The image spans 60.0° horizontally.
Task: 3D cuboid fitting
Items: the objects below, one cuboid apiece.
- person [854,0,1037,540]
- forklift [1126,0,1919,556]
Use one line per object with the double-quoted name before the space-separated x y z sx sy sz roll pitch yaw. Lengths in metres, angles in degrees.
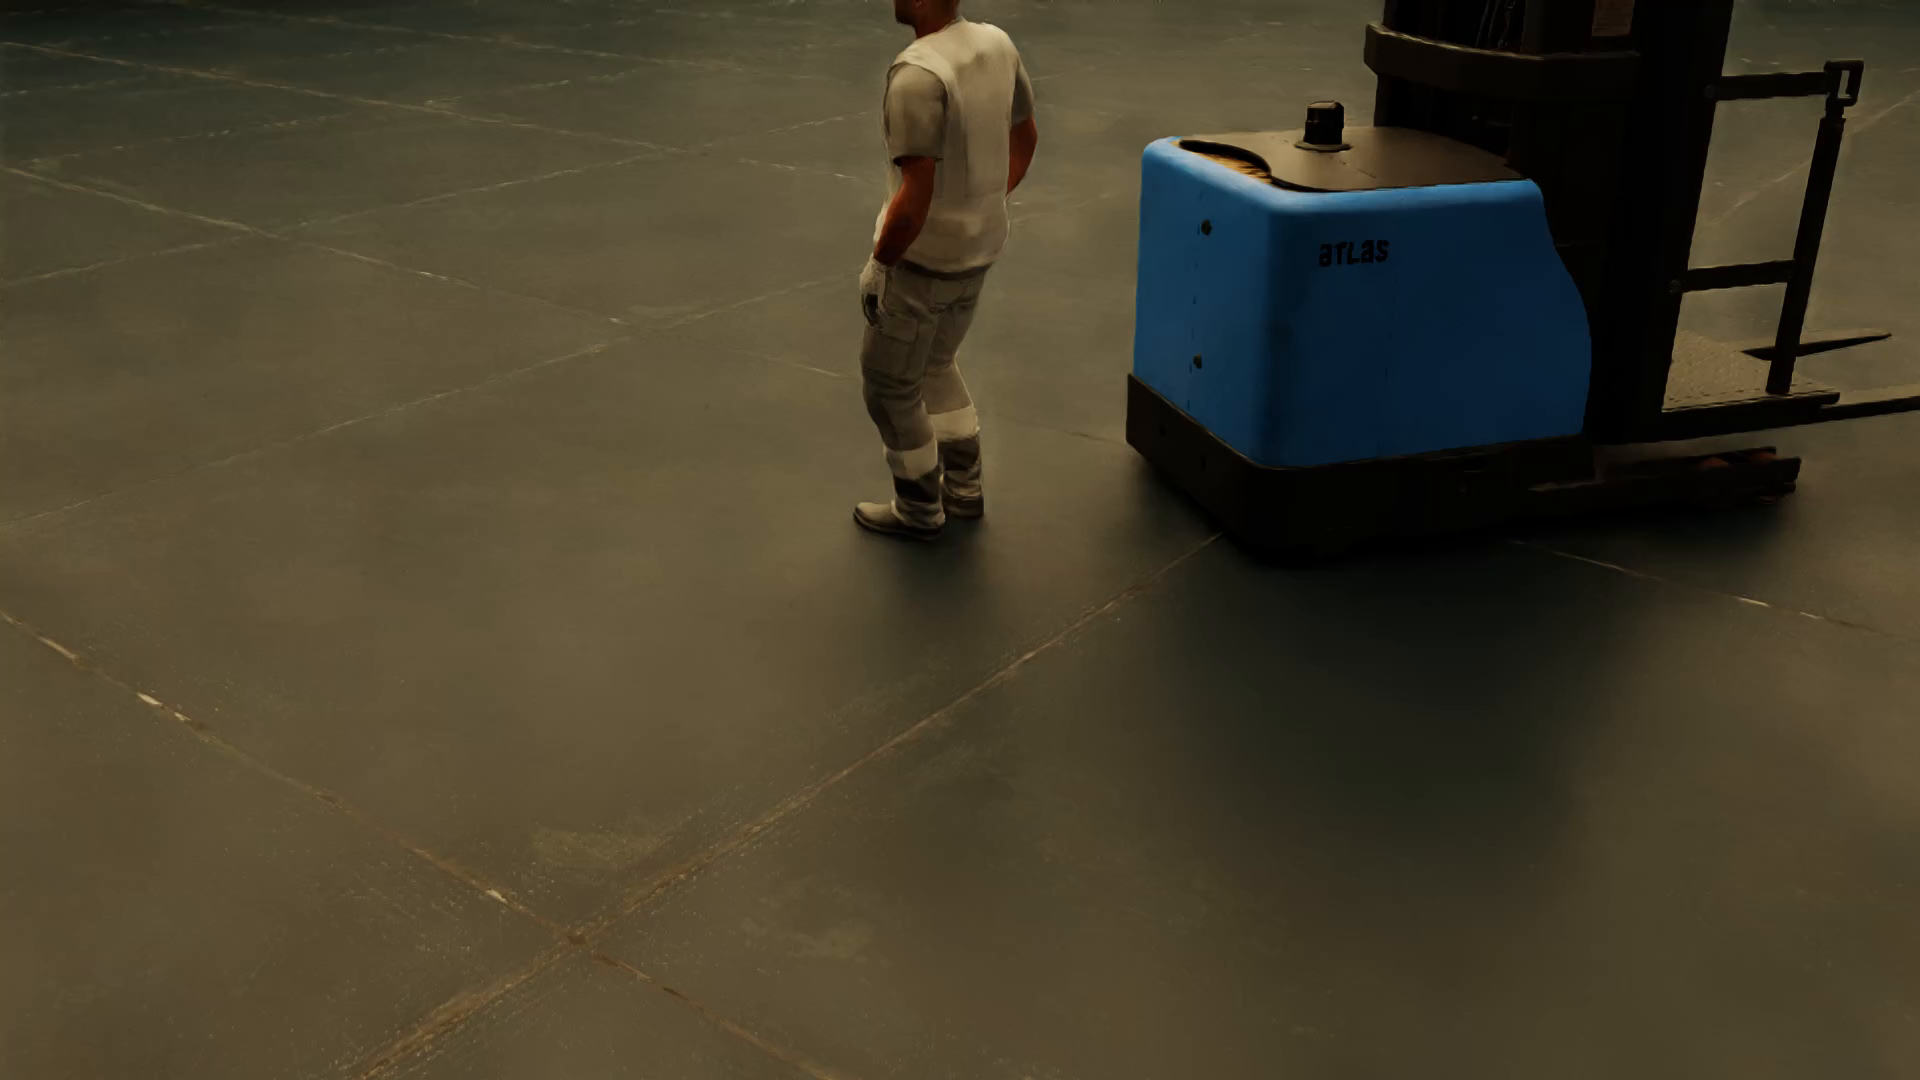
"person" -0.098 -0.822 4.724 0.486 1.776 0.718 15 28 31
"forklift" 2.135 -1.627 5.081 3.031 2.935 1.130 -7 24 -16
